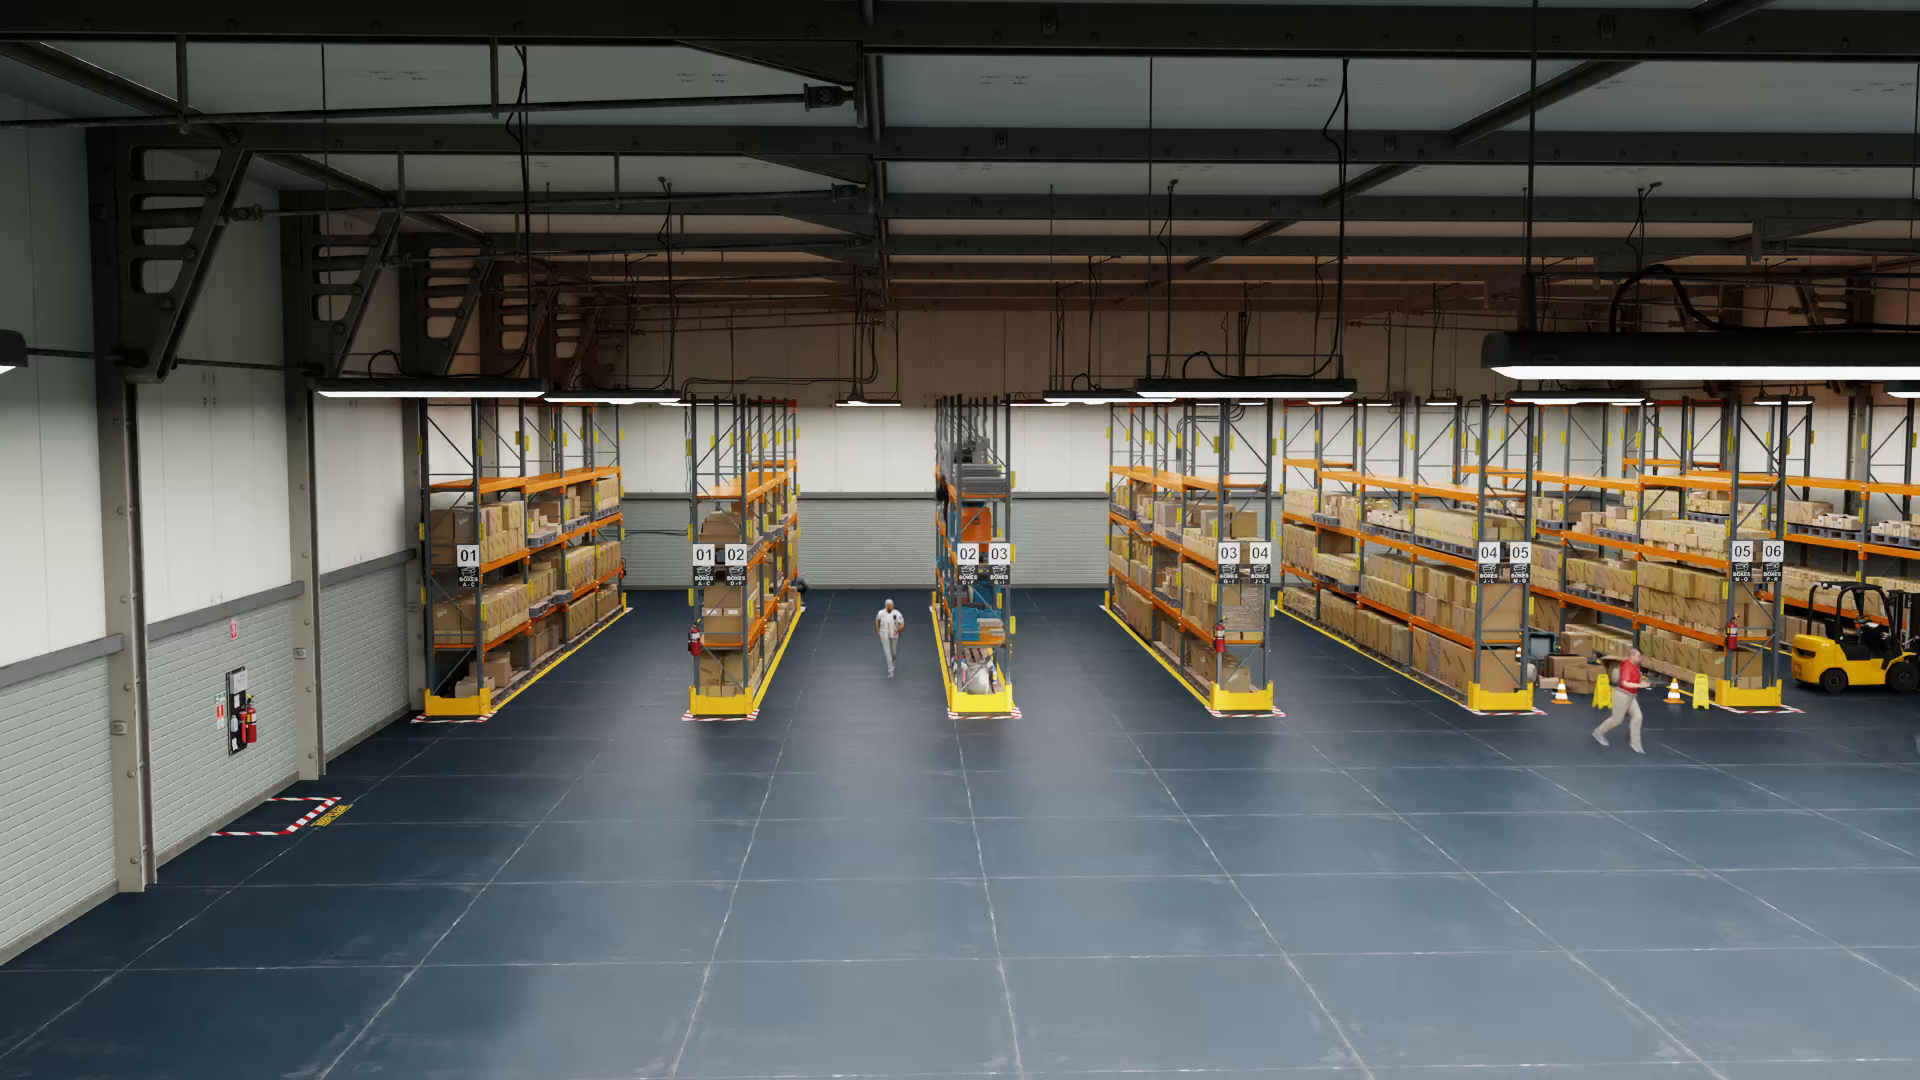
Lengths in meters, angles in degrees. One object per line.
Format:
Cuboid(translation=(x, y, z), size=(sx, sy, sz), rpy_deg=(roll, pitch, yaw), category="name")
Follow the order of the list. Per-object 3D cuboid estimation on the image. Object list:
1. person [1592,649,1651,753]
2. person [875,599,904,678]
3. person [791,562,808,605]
Cuboid(translation=(11.111, 2.703, 27.900), size=(0.952, 1.790, 0.677), rpy_deg=(4, 6, 41), category="person")
Cuboid(translation=(-1.510, 2.095, 35.846), size=(0.630, 1.662, 0.895), rpy_deg=(0, 4, -1), category="person")
Cuboid(translation=(-4.737, 1.139, 48.243), size=(0.611, 1.553, 0.501), rpy_deg=(2, 5, 23), category="person")
